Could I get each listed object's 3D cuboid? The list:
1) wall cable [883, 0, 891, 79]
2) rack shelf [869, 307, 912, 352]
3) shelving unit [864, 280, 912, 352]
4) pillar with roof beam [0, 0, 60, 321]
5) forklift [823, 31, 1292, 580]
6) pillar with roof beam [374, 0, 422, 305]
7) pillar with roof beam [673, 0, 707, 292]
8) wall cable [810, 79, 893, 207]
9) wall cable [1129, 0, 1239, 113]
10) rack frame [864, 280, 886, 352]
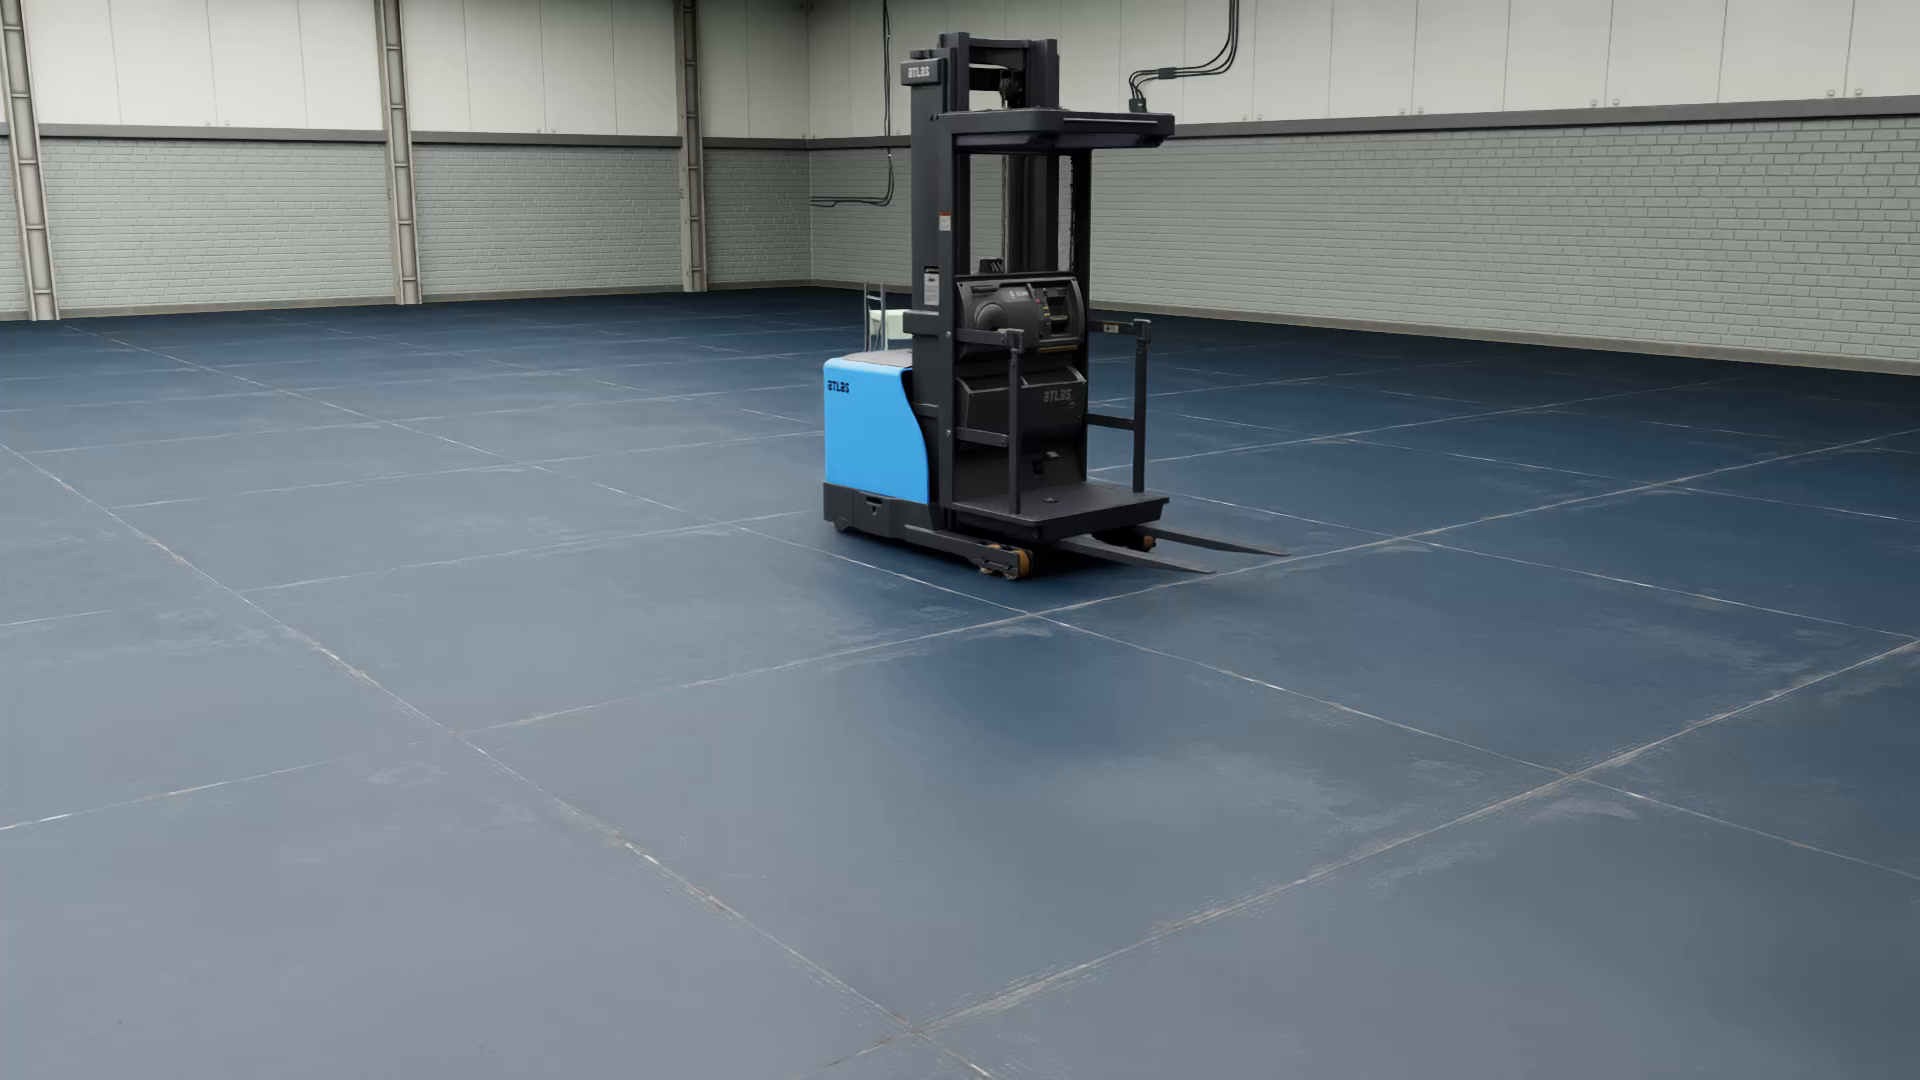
[{"bbox_3d":[-0.645,-10.209,31.857,0.112,2.526,3.097,-9,15,-38],"label":"wall cable"},{"bbox_3d":[-0.212,-1.354,11.017,0.720,0.370,0.431,-4,13,-20],"label":"rack shelf"},{"bbox_3d":[-0.212,-0.973,11.098,0.755,1.500,0.431,-4,13,-20],"label":"shelving unit"},{"bbox_3d":[-12.142,-7.273,22.714,0.400,9.000,9.100,-9,15,-38],"label":"pillar with roof beam"},{"bbox_3d":[0.494,-1.334,9.356,1.130,2.935,3.031,-10,16,-40],"label":"forklift"},{"bbox_3d":[-7.457,-8.051,26.380,0.400,9.000,9.100,-9,15,-38],"label":"pillar with roof beam"},{"bbox_3d":[-2.772,-8.830,30.047,0.400,9.000,9.100,-9,15,-38],"label":"pillar with roof beam"},{"bbox_3d":[-2.335,-8.177,34.448,0.112,2.526,3.097,-9,15,-38],"label":"wall cable"},{"bbox_3d":[3.584,-9.817,26.511,0.169,6.003,2.305,-9,15,-38],"label":"wall cable"},{"bbox_3d":[-0.556,-0.946,10.975,0.023,1.500,0.400,-4,13,-20],"label":"rack frame"}]
